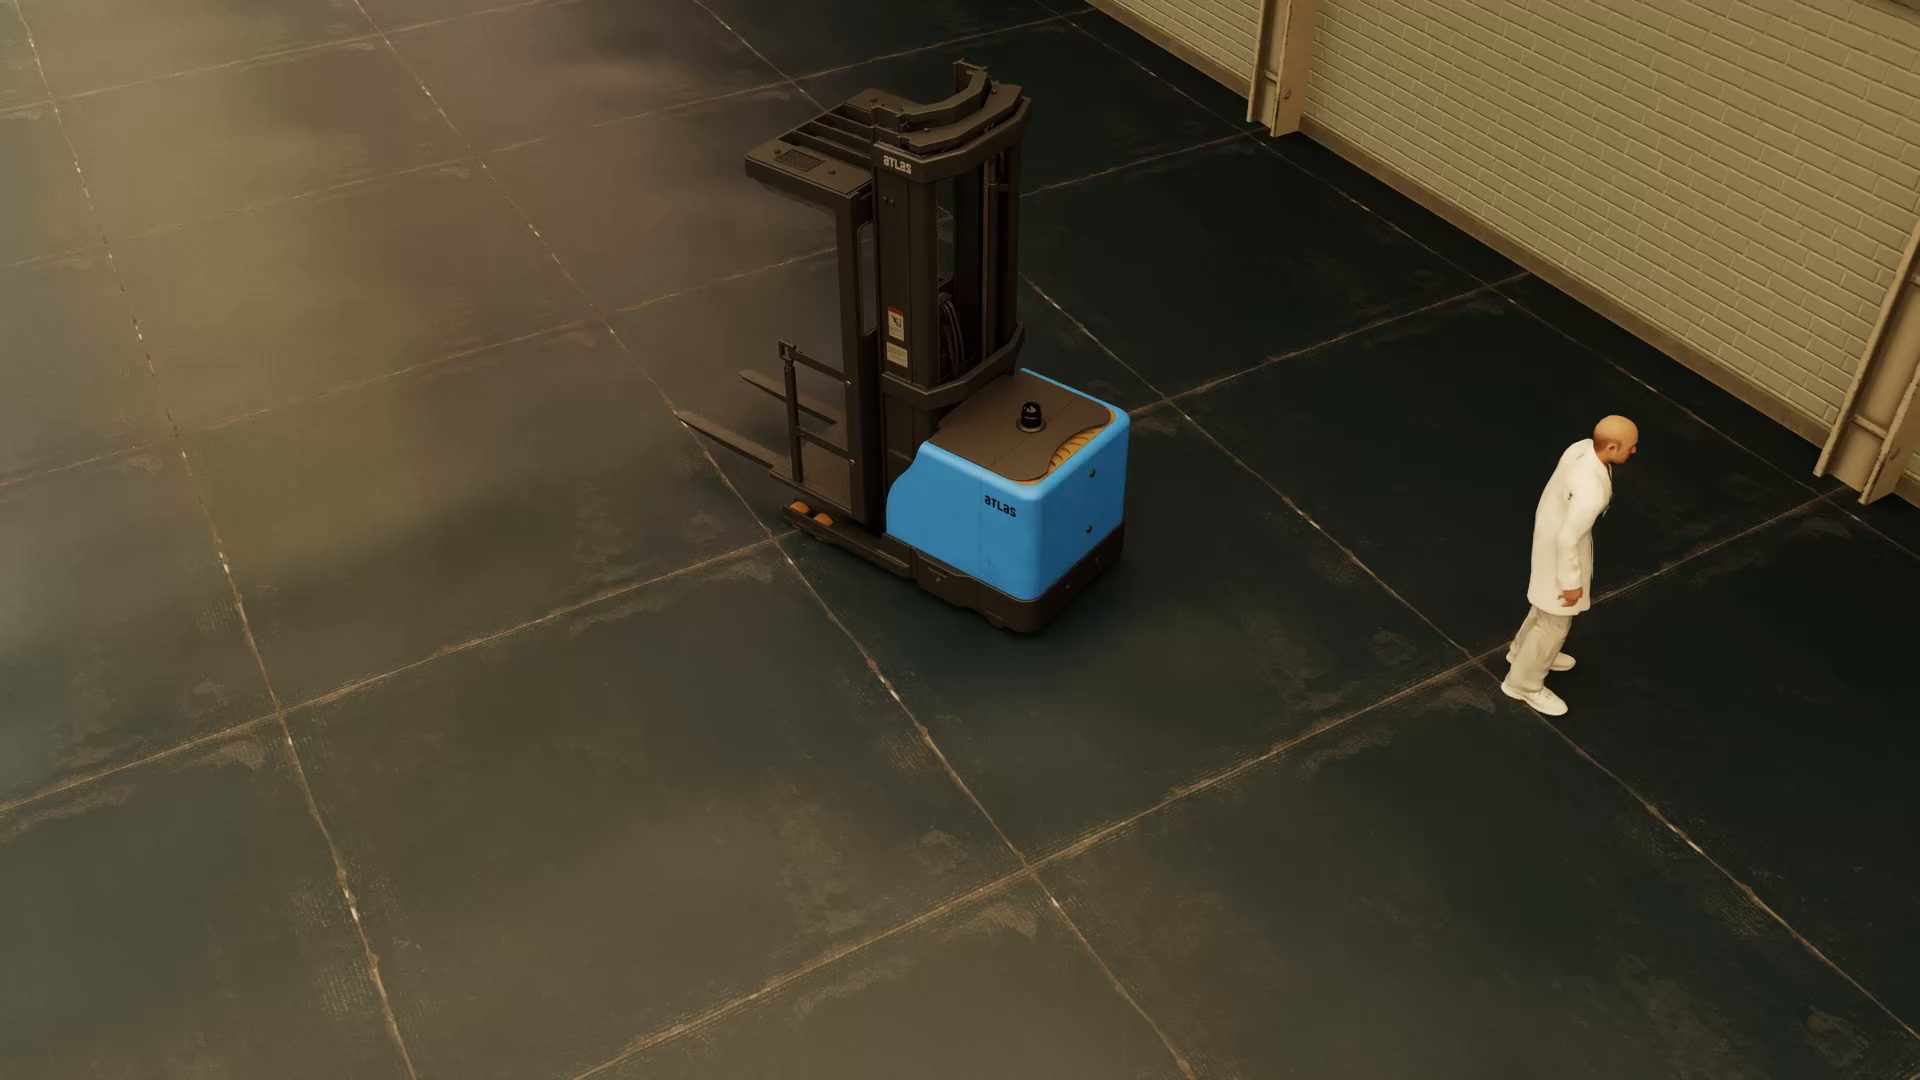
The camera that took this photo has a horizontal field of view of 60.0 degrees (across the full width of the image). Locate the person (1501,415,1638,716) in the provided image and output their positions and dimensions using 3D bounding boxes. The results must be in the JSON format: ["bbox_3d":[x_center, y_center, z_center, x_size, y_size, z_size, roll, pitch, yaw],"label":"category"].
[{"bbox_3d":[3.243,0.083,8.844,0.432,1.773,0.649,12,41,14],"label":"person"}]

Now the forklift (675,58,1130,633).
[{"bbox_3d":[-0.481,-1.366,9.683,3.031,2.935,1.130,26,46,28],"label":"forklift"}]
